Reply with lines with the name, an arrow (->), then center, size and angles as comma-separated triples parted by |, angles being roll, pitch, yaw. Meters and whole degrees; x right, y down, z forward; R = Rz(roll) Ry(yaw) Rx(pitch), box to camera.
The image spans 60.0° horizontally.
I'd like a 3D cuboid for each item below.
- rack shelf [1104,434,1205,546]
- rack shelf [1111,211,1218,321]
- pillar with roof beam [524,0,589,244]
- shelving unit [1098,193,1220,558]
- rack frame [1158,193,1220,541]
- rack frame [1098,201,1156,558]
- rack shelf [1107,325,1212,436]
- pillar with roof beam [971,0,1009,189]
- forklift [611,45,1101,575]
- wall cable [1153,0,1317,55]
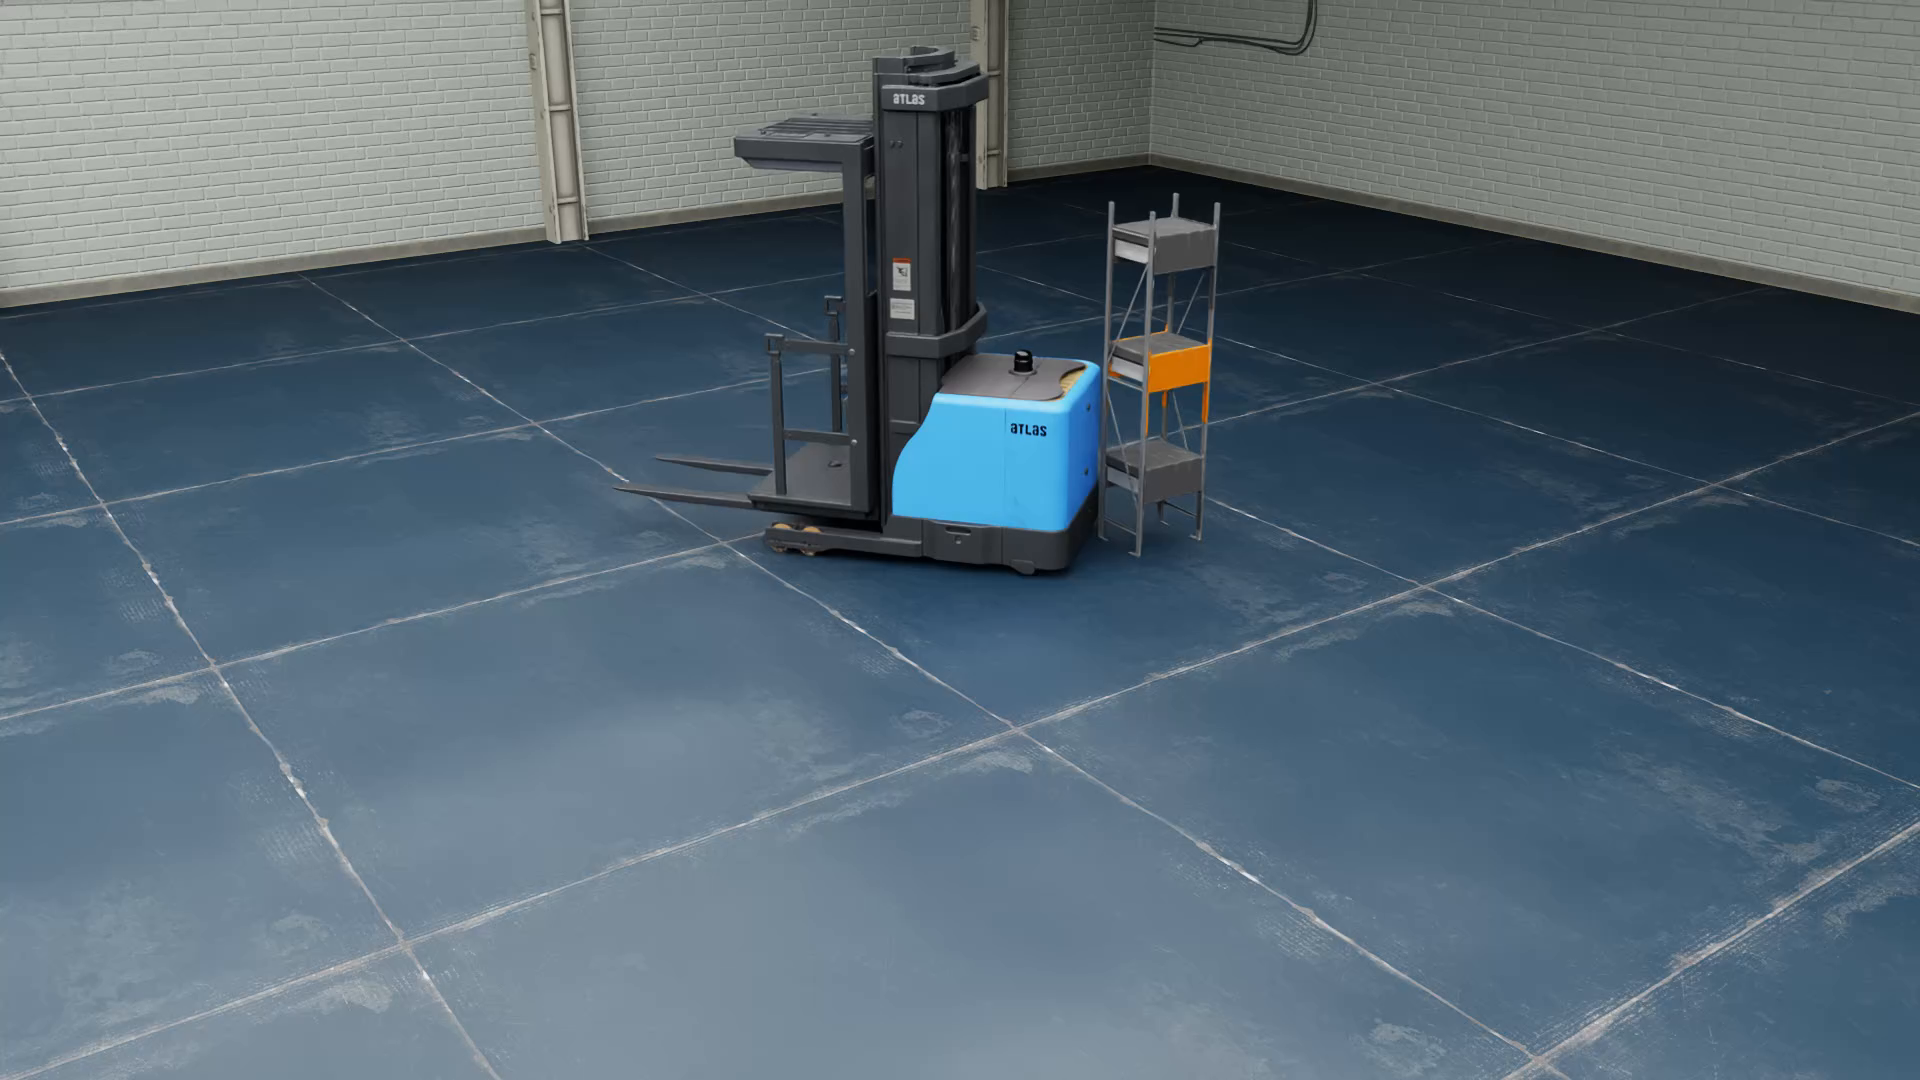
rack shelf -> 1.185, -0.317, 10.284 | 0.480, 0.518, 0.431 | -14, 26, -31
rack shelf -> 1.185, -1.618, 9.765 | 0.480, 0.518, 0.431 | -14, 26, -31
pillar with roof beam -> -1.971, -6.319, 14.090 | 0.400, 9.000, 9.100 | -15, 26, -33
shelving unit -> 1.185, -0.980, 10.019 | 0.503, 2.100, 0.431 | -14, 26, -31
rack frame -> 1.388, -1.031, 10.146 | 0.015, 2.100, 0.400 | -14, 26, -31
rack frame -> 0.983, -0.930, 9.893 | 0.015, 2.100, 0.400 | -14, 26, -31
rack shelf -> 1.185, -0.967, 10.024 | 0.480, 0.518, 0.431 | -14, 26, -31
pillar with roof beam -> 2.900, -7.618, 17.345 | 0.400, 9.000, 9.100 | -15, 26, -33
forklift -> -0.693, -1.453, 10.082 | 3.031, 2.935, 1.130 | 6, 23, 15
wall cable -> 3.549, -7.711, 21.767 | 0.112, 2.526, 3.097 | -15, 26, -33
